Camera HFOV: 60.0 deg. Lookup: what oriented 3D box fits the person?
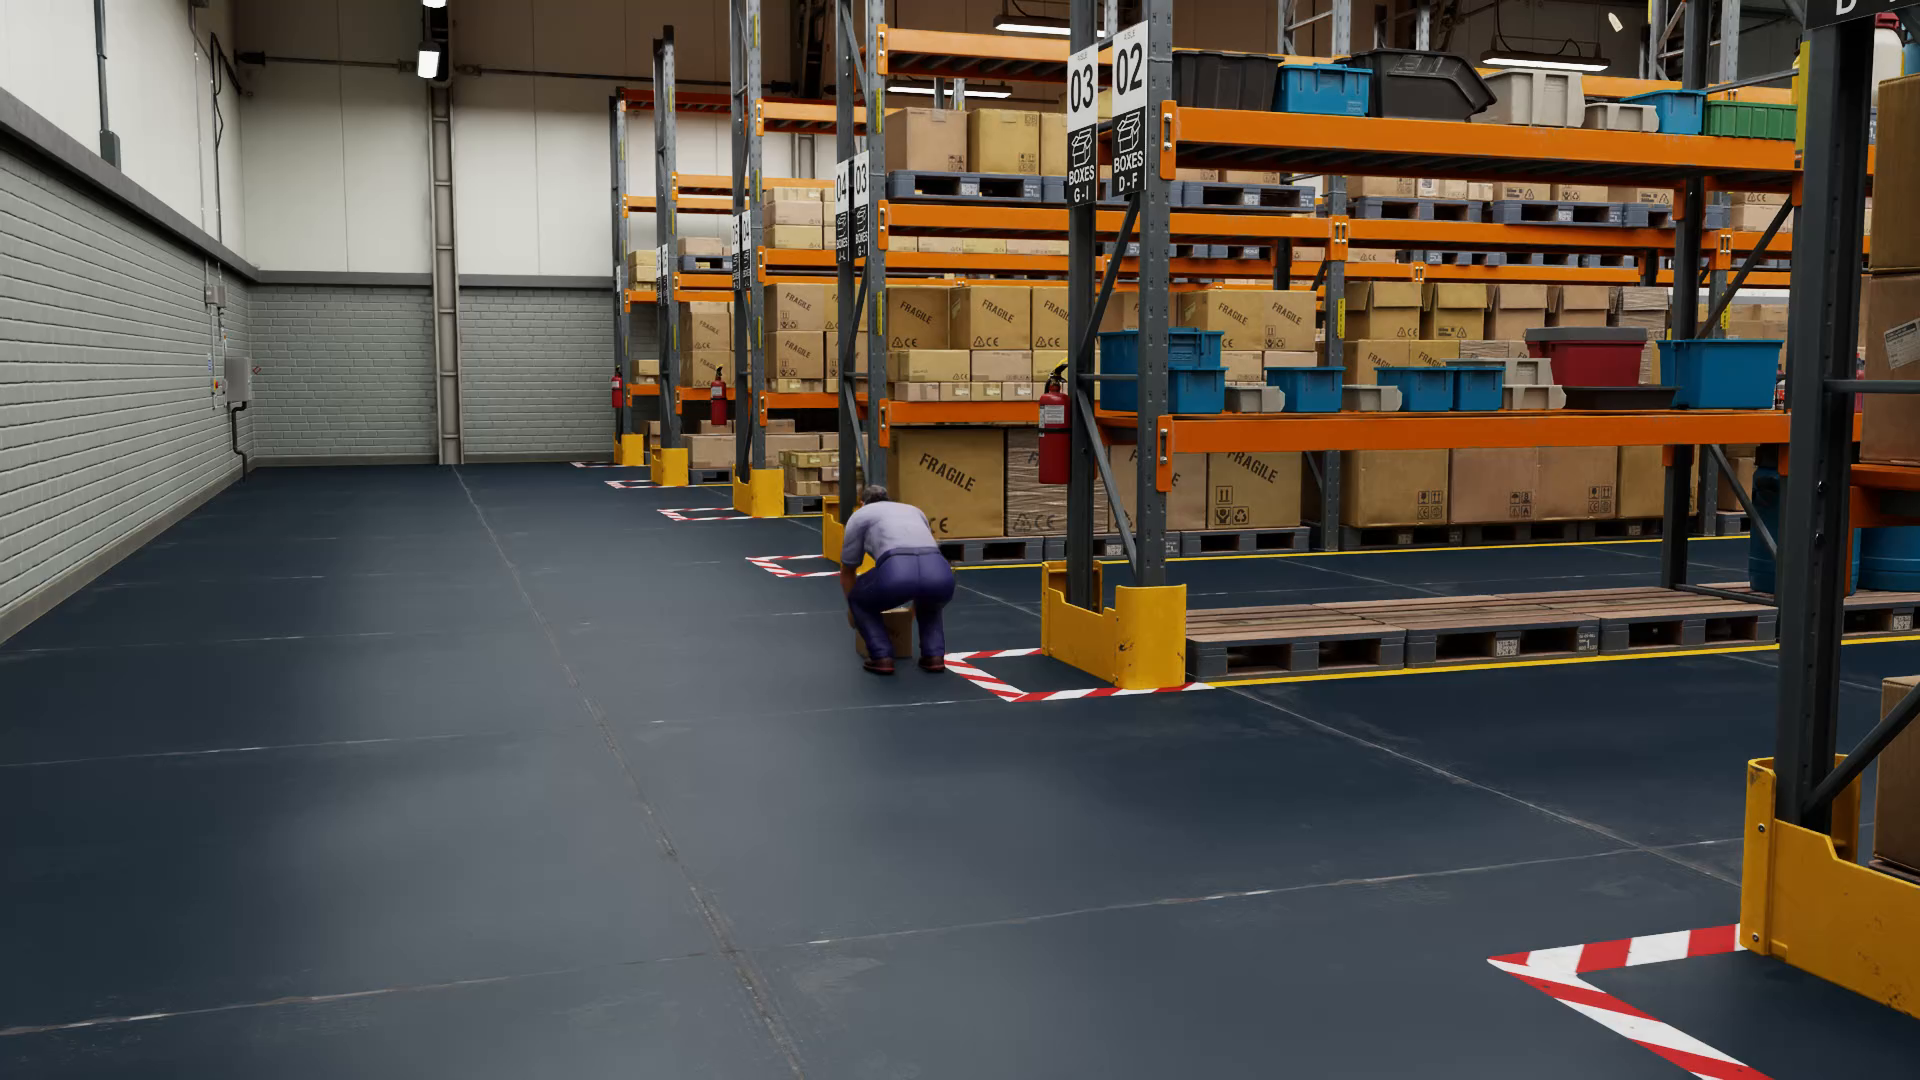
[{"bbox_3d":[-0.332,0.201,8.685,0.526,0.940,0.823,-2,6,-15],"label":"person"}]
